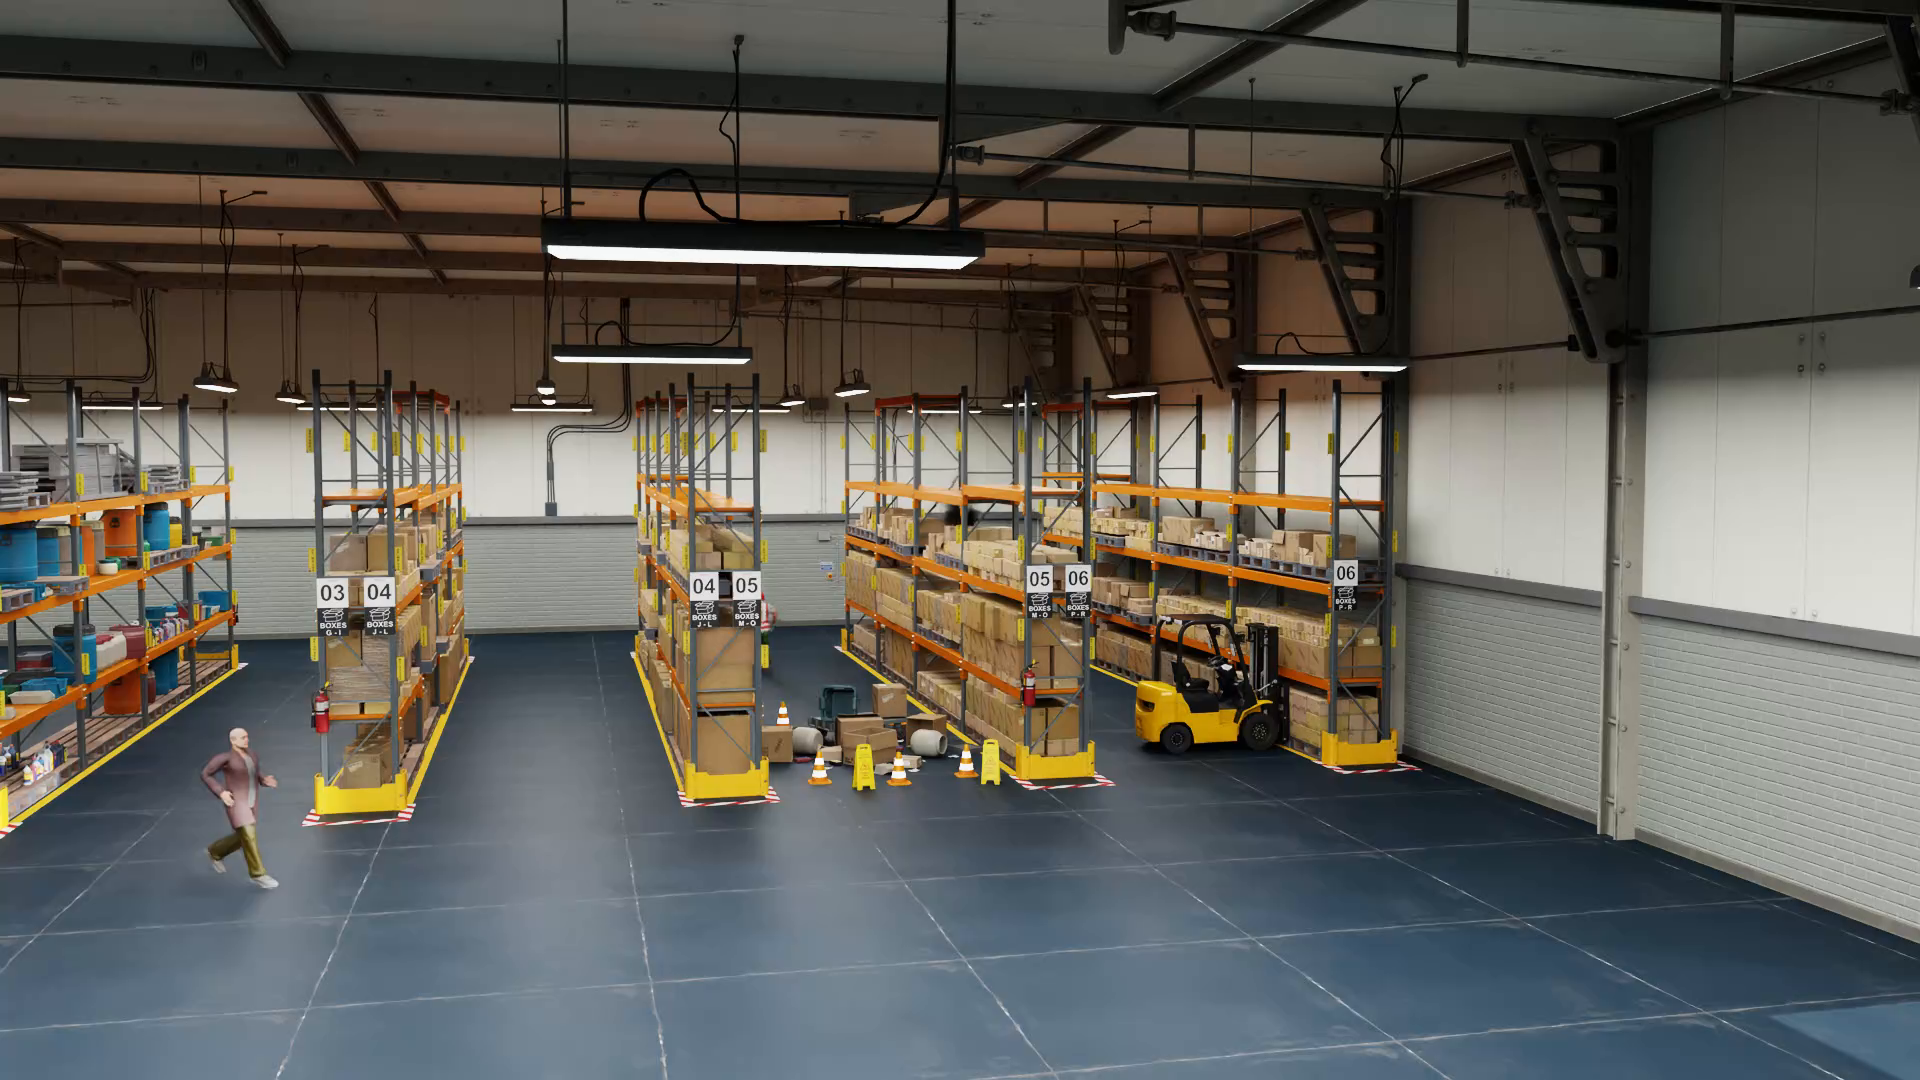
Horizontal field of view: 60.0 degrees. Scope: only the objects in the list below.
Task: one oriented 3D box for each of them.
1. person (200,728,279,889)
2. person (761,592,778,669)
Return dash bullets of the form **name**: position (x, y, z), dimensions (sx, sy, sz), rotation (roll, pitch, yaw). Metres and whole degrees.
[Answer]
- **person**: position (-8.177, 3.023, 18.855), dimensions (1.039, 1.788, 0.709), rotation (1, 3, 15)
- **person**: position (-4.436, 1.996, 36.986), dimensions (0.664, 1.736, 0.565), rotation (-2, 4, -25)
